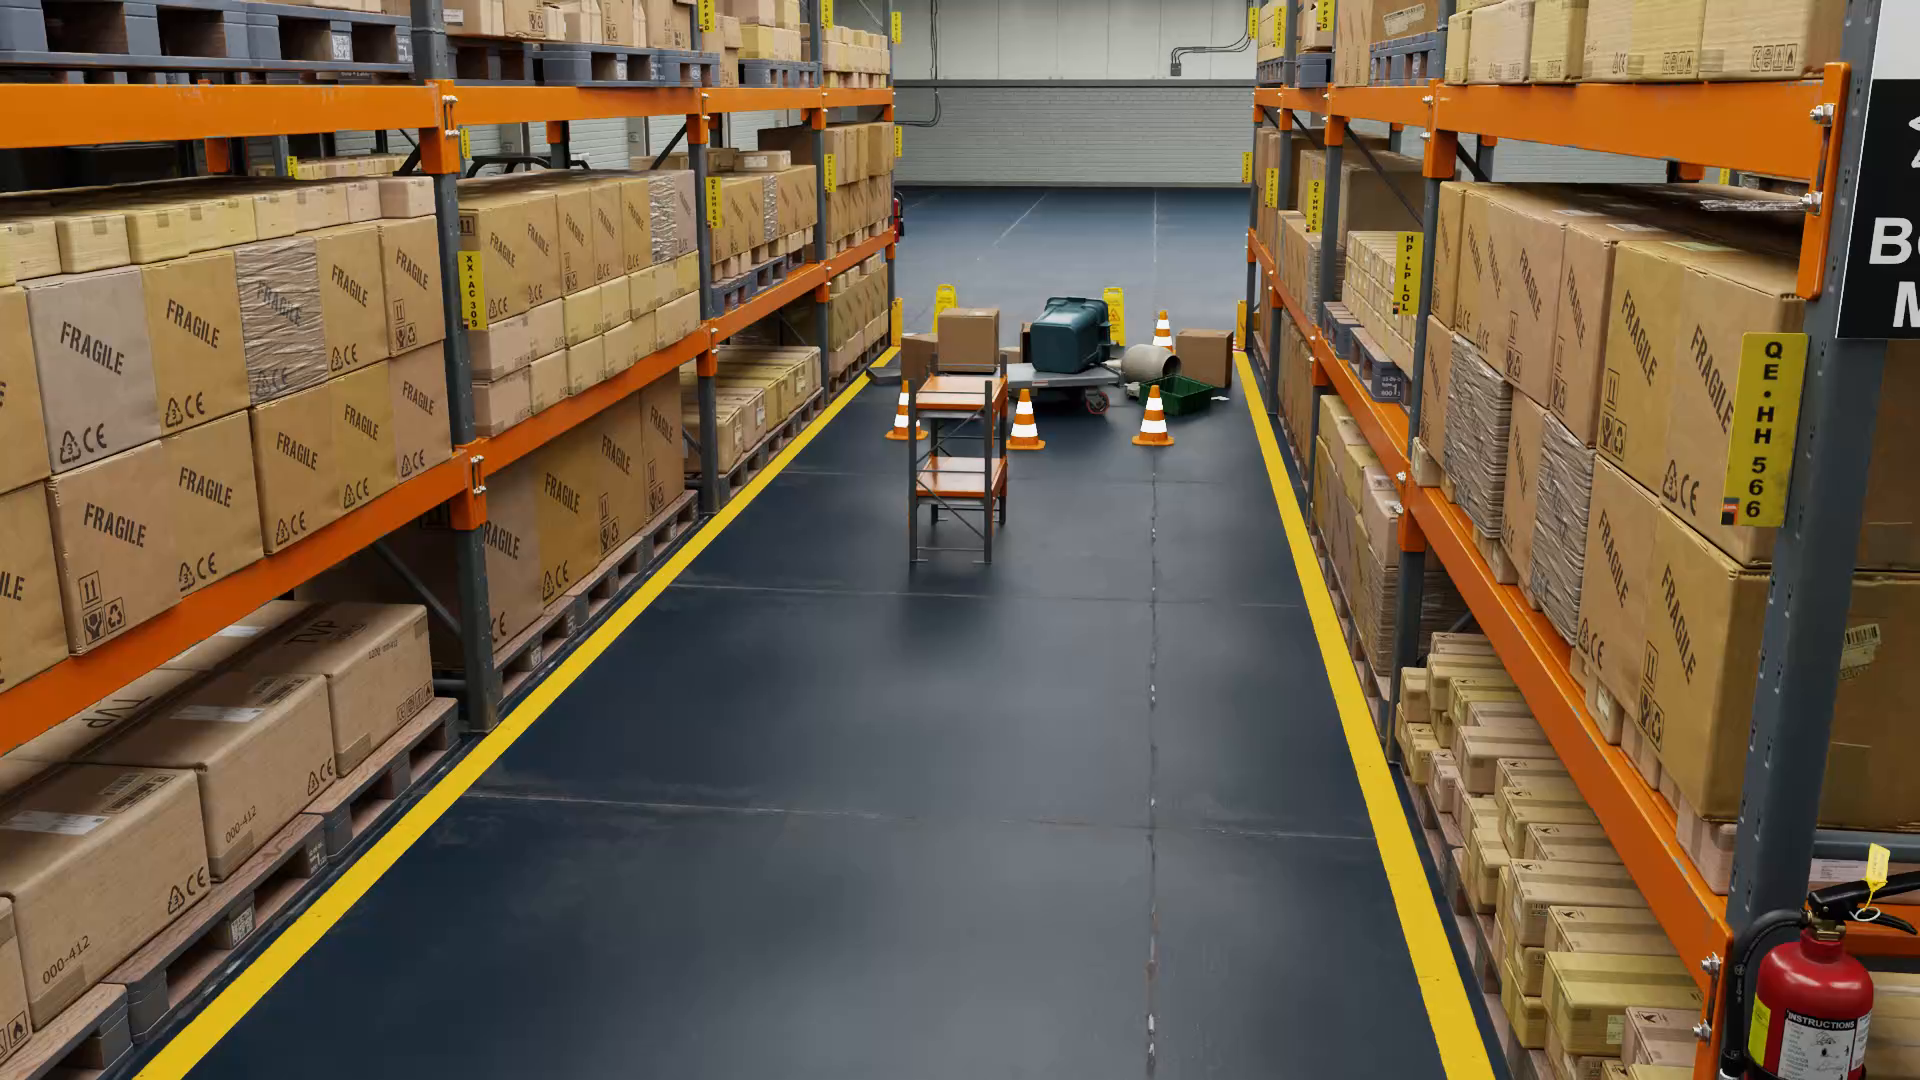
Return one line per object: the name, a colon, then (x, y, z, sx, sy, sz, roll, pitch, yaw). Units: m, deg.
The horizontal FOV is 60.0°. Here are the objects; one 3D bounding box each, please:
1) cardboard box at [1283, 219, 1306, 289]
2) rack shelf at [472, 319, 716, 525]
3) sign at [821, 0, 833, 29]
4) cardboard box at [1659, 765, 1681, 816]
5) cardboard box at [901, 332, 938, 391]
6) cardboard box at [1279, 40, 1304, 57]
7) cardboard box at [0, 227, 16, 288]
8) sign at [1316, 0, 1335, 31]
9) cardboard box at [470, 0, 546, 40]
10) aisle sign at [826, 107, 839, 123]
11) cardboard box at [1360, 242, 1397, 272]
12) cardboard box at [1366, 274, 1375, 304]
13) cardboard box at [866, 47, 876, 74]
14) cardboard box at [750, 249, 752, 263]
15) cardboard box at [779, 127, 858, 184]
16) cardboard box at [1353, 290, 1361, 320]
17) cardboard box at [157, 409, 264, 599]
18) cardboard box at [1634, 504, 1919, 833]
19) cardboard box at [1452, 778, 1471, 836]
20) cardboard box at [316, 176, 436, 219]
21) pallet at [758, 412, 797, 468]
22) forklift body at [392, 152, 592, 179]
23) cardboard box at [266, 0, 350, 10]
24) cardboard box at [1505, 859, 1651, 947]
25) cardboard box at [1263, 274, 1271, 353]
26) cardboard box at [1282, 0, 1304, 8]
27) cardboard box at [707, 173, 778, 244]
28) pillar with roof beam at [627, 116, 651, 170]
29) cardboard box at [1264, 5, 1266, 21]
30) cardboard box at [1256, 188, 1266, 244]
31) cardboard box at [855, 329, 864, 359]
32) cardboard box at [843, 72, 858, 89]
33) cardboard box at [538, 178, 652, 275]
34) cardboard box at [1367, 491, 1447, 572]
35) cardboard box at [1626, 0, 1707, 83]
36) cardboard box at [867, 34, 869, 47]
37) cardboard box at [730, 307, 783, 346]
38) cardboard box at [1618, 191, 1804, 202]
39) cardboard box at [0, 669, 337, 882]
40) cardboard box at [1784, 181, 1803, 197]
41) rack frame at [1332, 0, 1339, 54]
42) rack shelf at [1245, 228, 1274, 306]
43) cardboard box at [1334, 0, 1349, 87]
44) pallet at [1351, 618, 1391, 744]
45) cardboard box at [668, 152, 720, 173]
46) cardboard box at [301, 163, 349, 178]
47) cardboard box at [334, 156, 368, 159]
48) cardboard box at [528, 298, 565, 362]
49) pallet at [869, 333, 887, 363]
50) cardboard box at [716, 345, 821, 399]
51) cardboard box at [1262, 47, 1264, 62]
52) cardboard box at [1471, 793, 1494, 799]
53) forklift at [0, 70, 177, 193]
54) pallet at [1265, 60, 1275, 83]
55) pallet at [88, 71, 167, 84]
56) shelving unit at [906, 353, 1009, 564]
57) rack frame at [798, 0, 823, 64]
cardboard box: (2.794, -2.219, 12.931, 0.500, 0.500, 0.500, 2, 15, 6)
rack shelf: (-2.371, -0.776, 9.164, 1.077, 0.370, 4.000, 2, 15, 6)
sign: (-1.142, -4.552, 14.257, 0.100, 0.325, 0.005, 2, 15, 6)
cardboard box: (1.704, 0.517, 3.483, 0.380, 0.149, 0.250, 2, 15, 6)
cardboard box: (-0.221, -1.712, 16.030, 0.500, 0.500, 0.500, -14, 20, -42)
cardboard box: (2.960, -4.242, 14.340, 0.380, 0.149, 0.250, 2, 15, 6)
cardboard box: (-2.619, -0.698, 4.147, 0.380, 0.149, 0.250, 1, 15, 4)
sign: (2.234, -3.277, 10.145, 0.100, 0.325, 0.005, 2, 15, 6)
cardboard box: (-2.209, -2.524, 7.506, 0.500, 0.500, 0.500, 1, 15, 5)
aisle sign: (-1.543, -4.997, 18.415, 0.394, 0.787, 0.004, 2, 15, 6)
cardboard box: (2.450, -1.575, 9.277, 0.380, 0.149, 0.250, 1, 15, 4)
cardboard box: (2.418, -1.358, 9.046, 0.380, 0.149, 0.250, 2, 15, 6)
cardboard box: (-1.144, -4.830, 16.750, 0.500, 0.250, 0.500, 2, 15, 8)
cardboard box: (-1.787, -2.154, 12.559, 0.380, 0.149, 0.250, 2, 15, 8)
cardboard box: (-1.349, -3.594, 15.528, 0.700, 0.500, 0.500, 2, 15, 7)
cardboard box: (2.474, -1.354, 9.601, 0.380, 0.149, 0.250, 2, 15, 9)
cardboard box: (-2.563, -0.125, 5.187, 0.500, 0.500, 0.500, 2, 15, 8)
cardboard box: (1.677, 0.236, 3.280, 0.500, 0.500, 0.500, 2, 15, 7)
cardboard box: (1.988, 0.976, 5.964, 0.380, 0.149, 0.250, 1, 15, 5)
cardboard box: (-2.315, -1.359, 6.593, 0.380, 0.149, 0.250, 1, 15, 5)
pallet: (-1.915, -0.814, 13.268, 1.003, 0.211, 1.213, 2, 15, 6)
forklift body: (-4.576, -2.907, 17.292, 2.313, 2.155, 1.214, 2, 15, 6)
cardboard box: (-2.380, -1.939, 5.824, 0.380, 0.149, 0.250, 2, 15, 8)
cardboard box: (1.746, 1.023, 4.650, 0.380, 0.149, 0.250, 2, 15, 8)
cardboard box: (3.580, -2.368, 16.940, 0.875, 0.875, 0.875, 1, 15, 5)
cardboard box: (2.961, -4.627, 14.237, 0.380, 0.149, 0.250, 2, 15, 6)
cardboard box: (-1.695, -2.549, 12.777, 0.500, 0.500, 0.500, 1, 15, 4)
pillar with roof beam: (-1.517, -9.590, 28.887, 9.100, 9.000, 0.400, 2, 15, 6)
cardboard box: (3.247, -5.286, 16.675, 0.380, 0.149, 0.250, 2, 15, 7)
cardboard box: (3.462, -3.287, 16.785, 0.875, 0.550, 0.550, 2, 15, 6)
cardboard box: (-1.252, -1.976, 16.688, 0.500, 0.250, 0.500, 1, 15, 6)
cardboard box: (-1.182, -4.412, 15.965, 0.380, 0.149, 0.250, 1, 15, 5)
cardboard box: (-2.056, -1.769, 9.352, 0.500, 0.500, 0.500, 2, 15, 6)
cardboard box: (2.166, -0.044, 7.625, 0.500, 0.250, 0.500, 1, 15, 5)
cardboard box: (1.721, -1.081, 3.456, 0.500, 0.250, 0.500, 2, 15, 6)
cardboard box: (-1.145, -5.135, 17.114, 0.380, 0.149, 0.250, 2, 15, 7)
cardboard box: (-1.893, -2.078, 15.628, 0.500, 0.500, 0.500, 1, 15, 5)
cardboard box: (2.496, -0.895, 5.550, 0.500, 0.500, 0.500, 1, 15, 4)
cardboard box: (-2.874, 0.821, 5.982, 0.875, 0.438, 0.875, 1, 15, 5)
cardboard box: (8.479, -3.213, 16.038, 0.875, 0.500, 0.500, 2, 15, 6)
rack frame: (2.785, -4.418, 9.763, 1.000, 3.000, 0.127, 2, 15, 6)
rack shelf: (3.462, -2.731, 16.395, 1.077, 0.370, 4.000, 2, 15, 6)
cardboard box: (2.456, -2.878, 9.623, 0.500, 0.500, 0.500, 2, 15, 6)
pallet: (2.420, 0.659, 7.820, 1.003, 0.211, 1.213, 2, 15, 6)
cardboard box: (-2.118, -2.991, 13.168, 0.380, 0.149, 0.250, 3, 15, 9)
cardboard box: (-6.204, -3.604, 16.241, 0.380, 0.149, 0.250, 2, 15, 8)
cardboard box: (-6.551, -4.018, 17.770, 0.380, 0.149, 0.250, 2, 15, 8)
cardboard box: (-2.235, -1.015, 8.000, 0.500, 0.250, 0.500, 2, 15, 7)
pallet: (-1.377, -2.141, 18.177, 1.003, 0.211, 1.213, 2, 15, 6)
cardboard box: (-1.750, -1.478, 14.610, 0.950, 0.372, 0.625, 2, 15, 7)
cardboard box: (3.245, -4.899, 16.771, 0.380, 0.149, 0.250, 2, 15, 7)
cardboard box: (1.956, 0.903, 5.665, 0.380, 0.149, 0.250, 2, 15, 9)
forklift: (-4.872, -1.068, 8.997, 1.130, 2.935, 3.031, 2, 15, 6)
pallet: (3.479, -4.493, 15.953, 1.003, 0.211, 1.213, 2, 15, 6)
pallet: (-6.966, -3.613, 12.892, 1.003, 0.211, 1.213, 2, 15, 9)
shelving unit: (-0.001, -0.541, 10.509, 0.538, 1.125, 1.048, 2, 15, 6)
rack frame: (-1.693, -5.575, 14.042, 1.000, 3.000, 0.127, 2, 15, 6)
